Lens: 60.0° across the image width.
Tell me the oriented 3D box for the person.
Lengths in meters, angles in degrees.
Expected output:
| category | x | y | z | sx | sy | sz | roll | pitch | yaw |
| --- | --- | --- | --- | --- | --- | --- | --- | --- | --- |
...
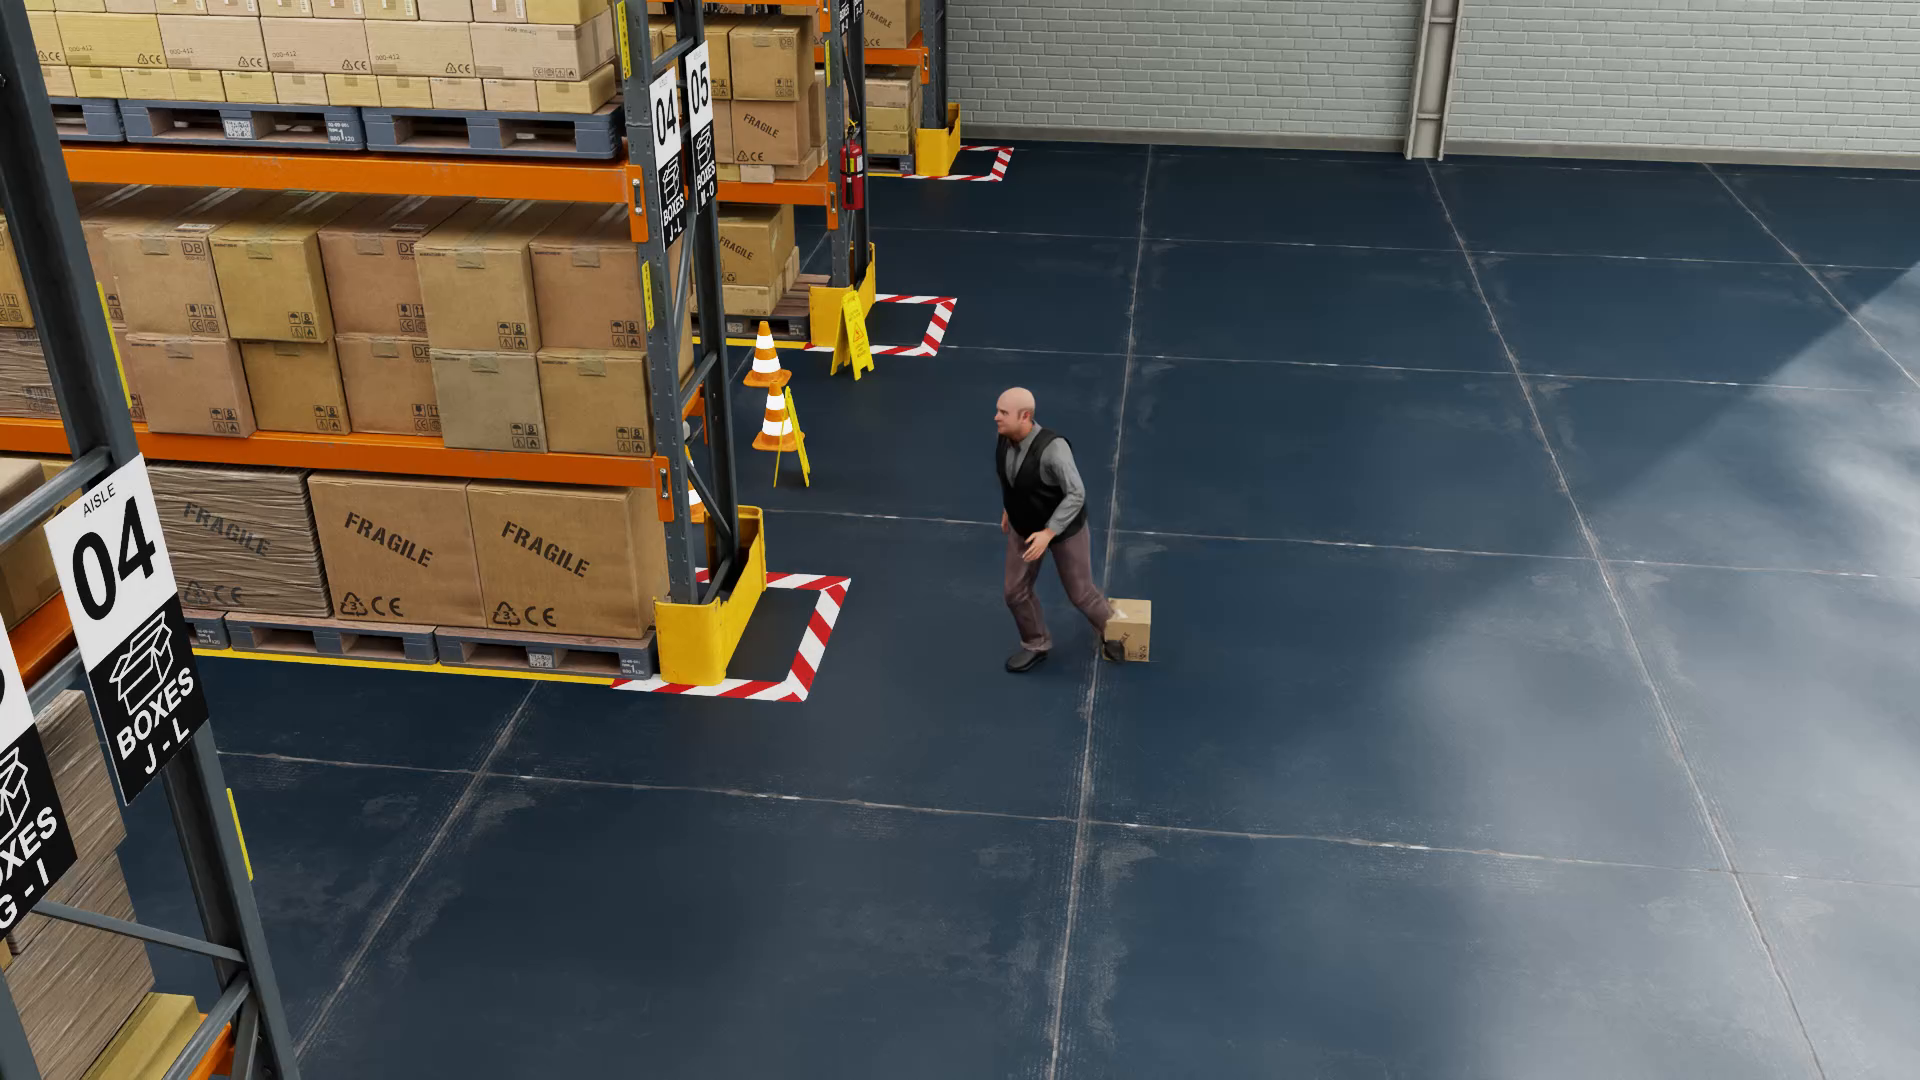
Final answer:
| category | x | y | z | sx | sy | sz | roll | pitch | yaw |
| --- | --- | --- | --- | --- | --- | --- | --- | --- | --- |
| person | 0.488 | -0.054 | 8.801 | 0.694 | 1.671 | 0.804 | 21 | 35 | 34 |
